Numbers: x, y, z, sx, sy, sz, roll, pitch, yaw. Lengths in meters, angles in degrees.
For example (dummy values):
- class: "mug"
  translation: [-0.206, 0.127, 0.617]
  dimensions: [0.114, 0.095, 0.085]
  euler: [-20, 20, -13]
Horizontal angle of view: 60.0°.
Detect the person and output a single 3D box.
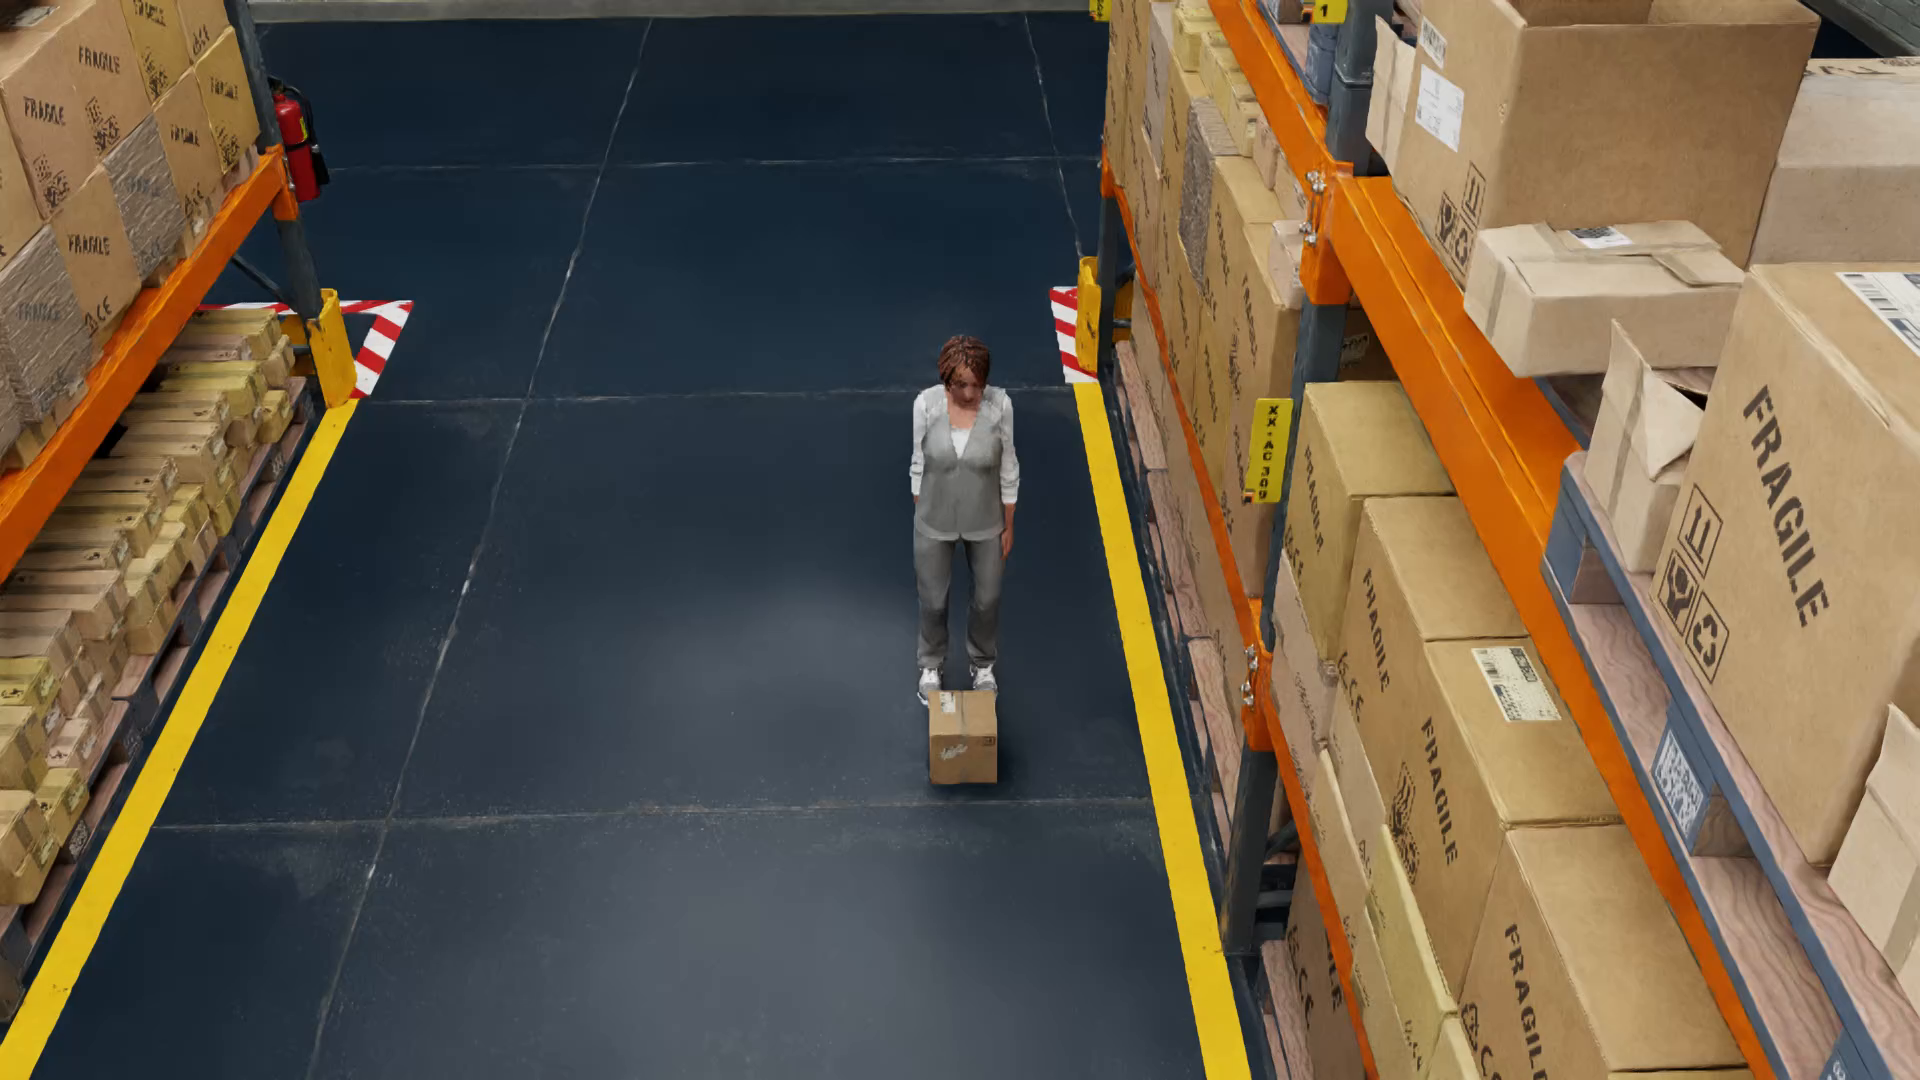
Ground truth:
- class: "person"
  translation: [0.019, -0.039, 6.257]
  dimensions: [0.407, 1.544, 0.299]
  euler: [-1, 36, -1]
